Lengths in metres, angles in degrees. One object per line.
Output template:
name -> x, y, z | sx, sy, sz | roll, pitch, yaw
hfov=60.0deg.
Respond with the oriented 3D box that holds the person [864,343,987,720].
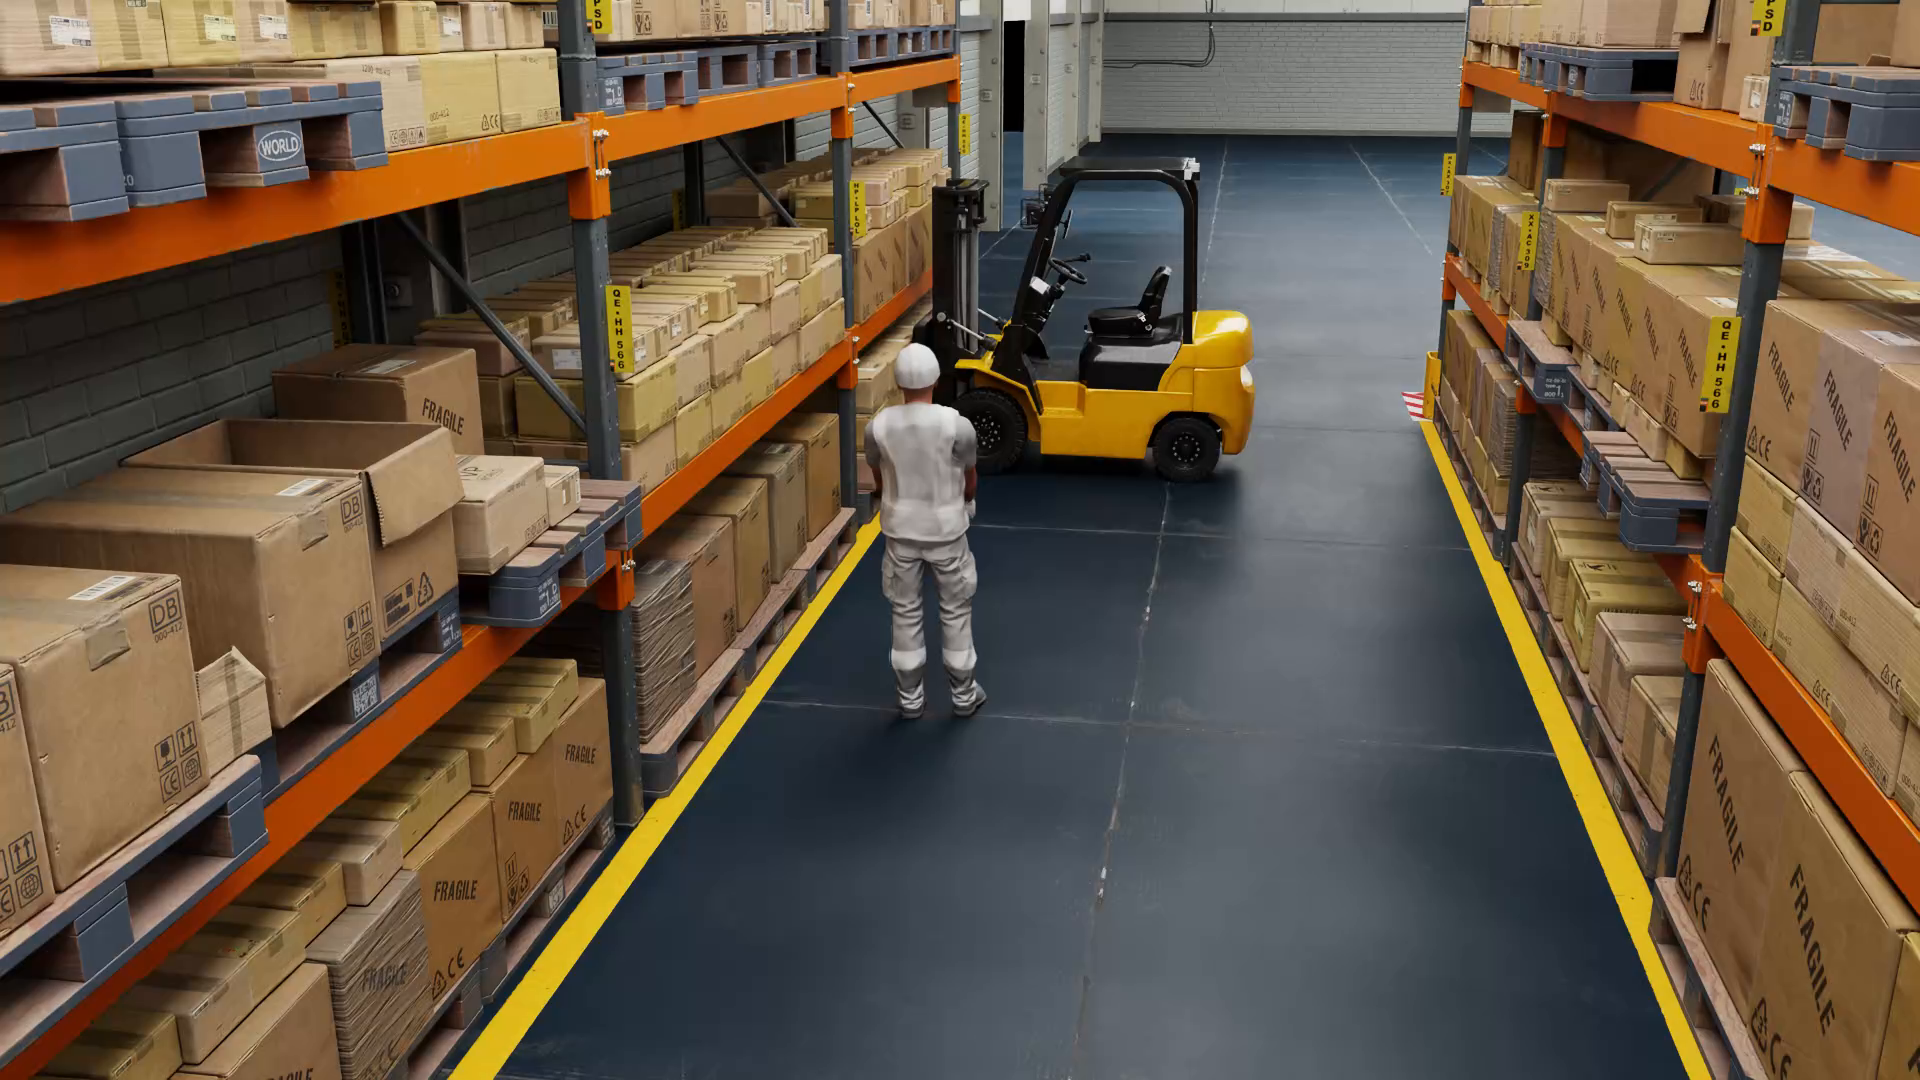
person -> -0.151, -0.049, 7.657 | 0.525, 1.793, 0.542 | 3, 18, 9
